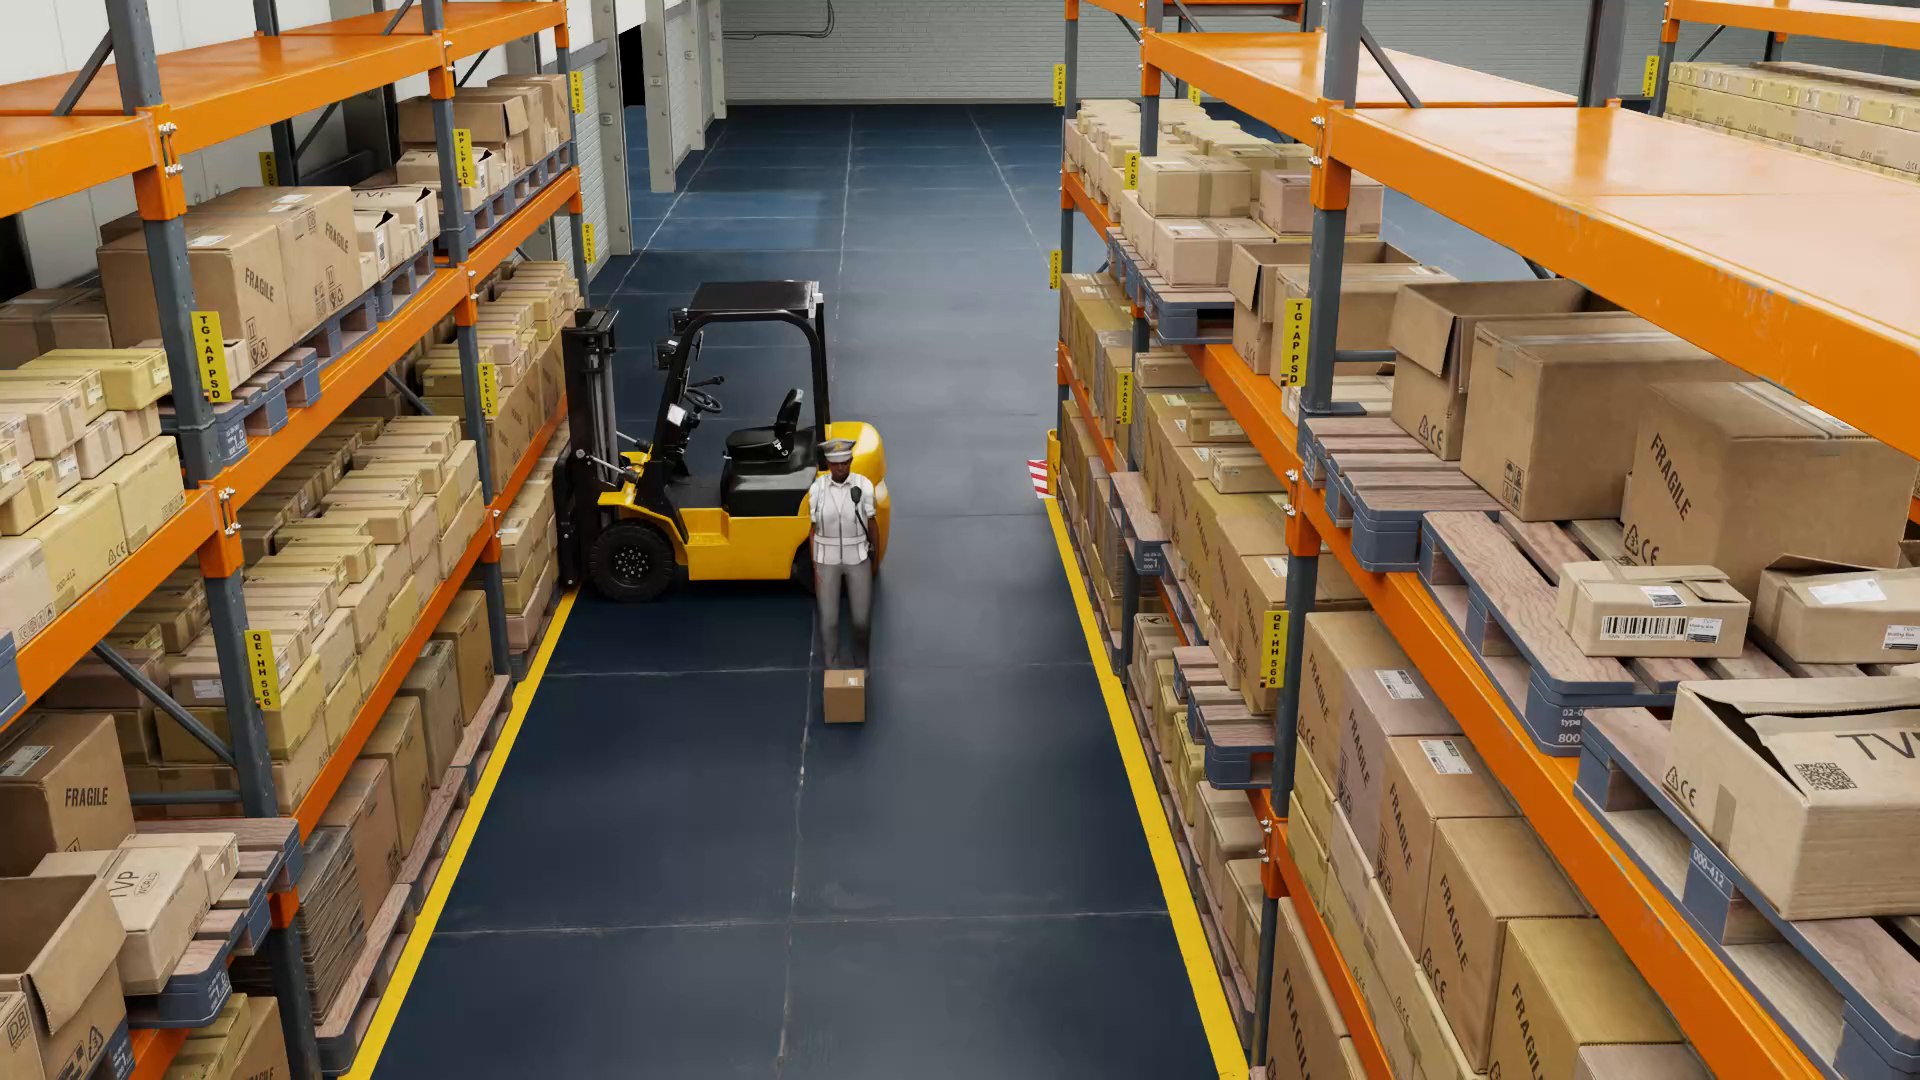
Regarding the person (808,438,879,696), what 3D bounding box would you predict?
[{"bbox_3d":[-0.742,0.205,10.659,0.448,1.766,0.482,-1,21,-2],"label":"person"}]
